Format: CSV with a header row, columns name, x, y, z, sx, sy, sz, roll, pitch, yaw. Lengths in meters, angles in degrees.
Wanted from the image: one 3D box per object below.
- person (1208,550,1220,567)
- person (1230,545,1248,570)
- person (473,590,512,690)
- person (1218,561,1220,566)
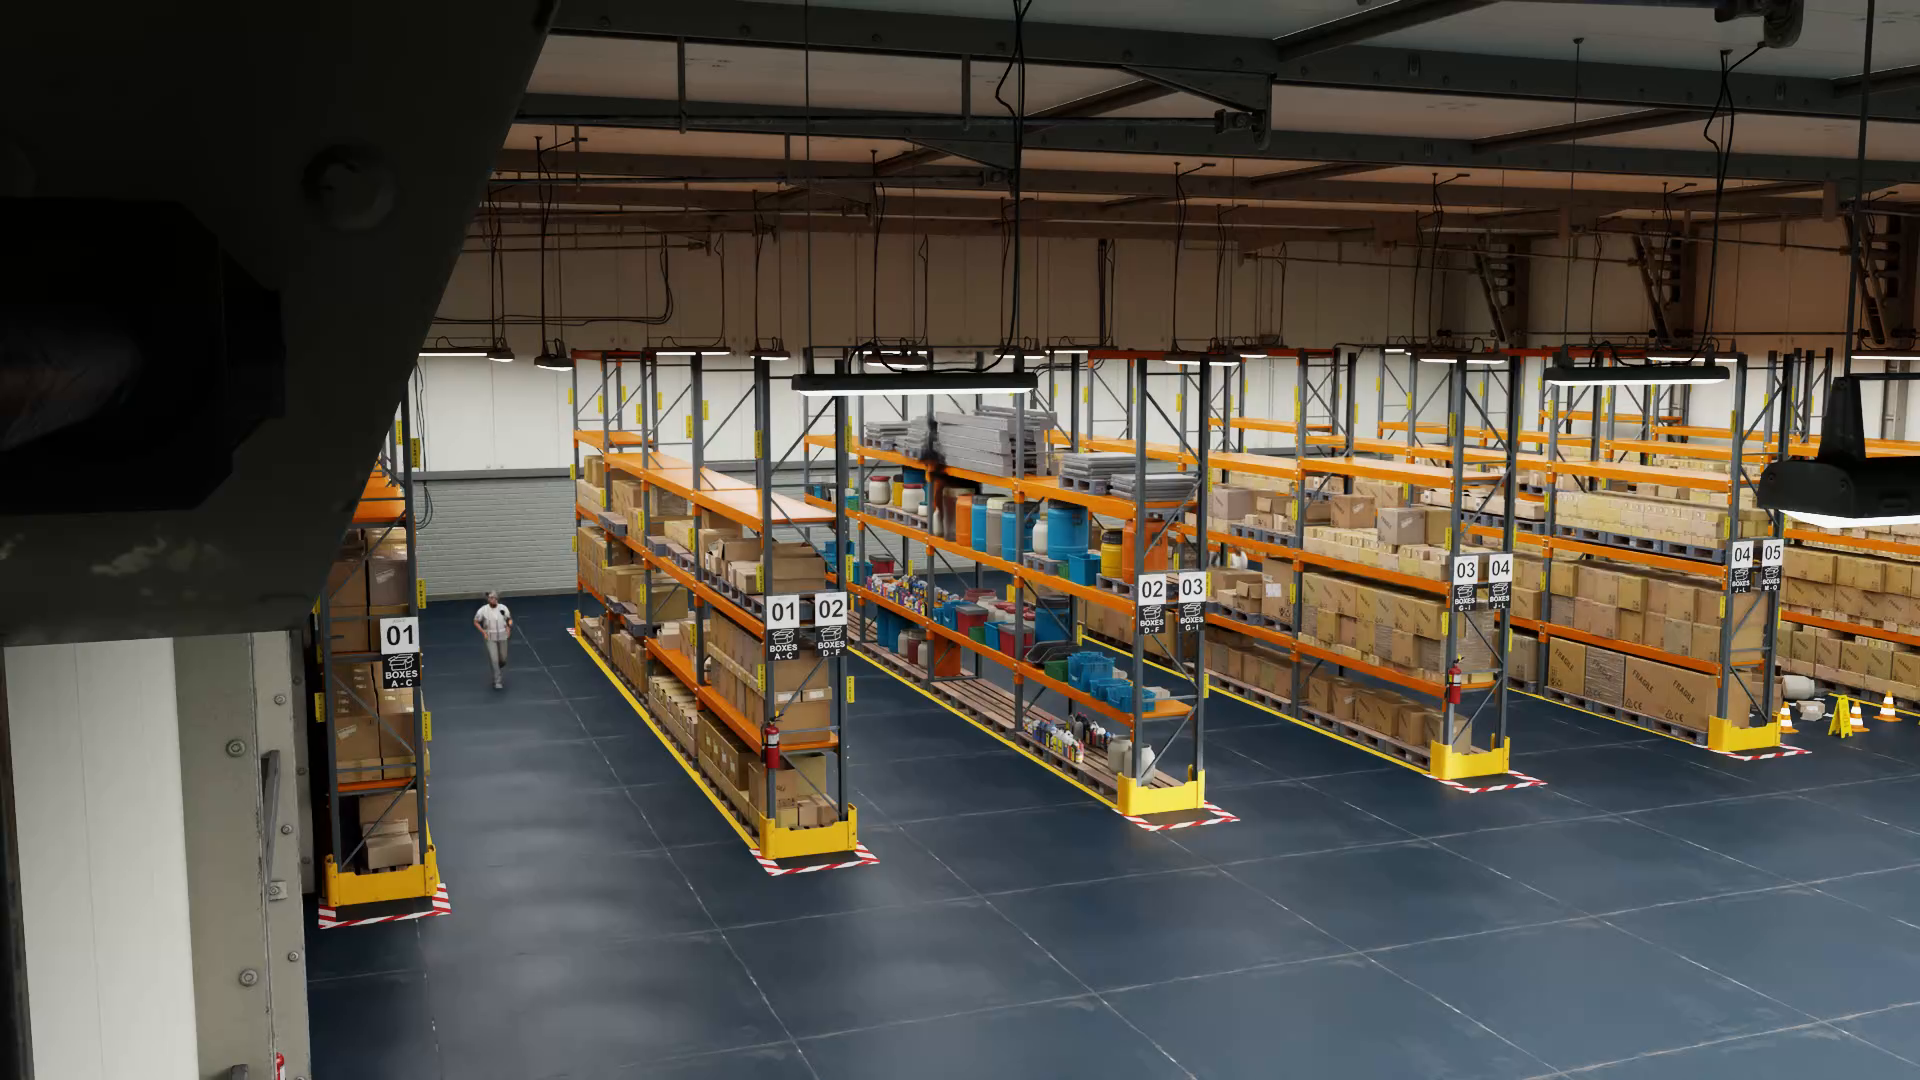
name,x,y,z,sx,sy,sz,roll,pitch,yaw
person,6.494,0.304,42.034,0.602,1.624,0.540,6,9,41
person,6.080,0.907,36.505,0.686,1.819,0.924,-3,8,-23
person,-8.361,1.753,29.848,0.681,1.763,0.790,-4,8,-28
person,6.705,0.393,41.451,0.753,1.638,0.636,2,8,19
